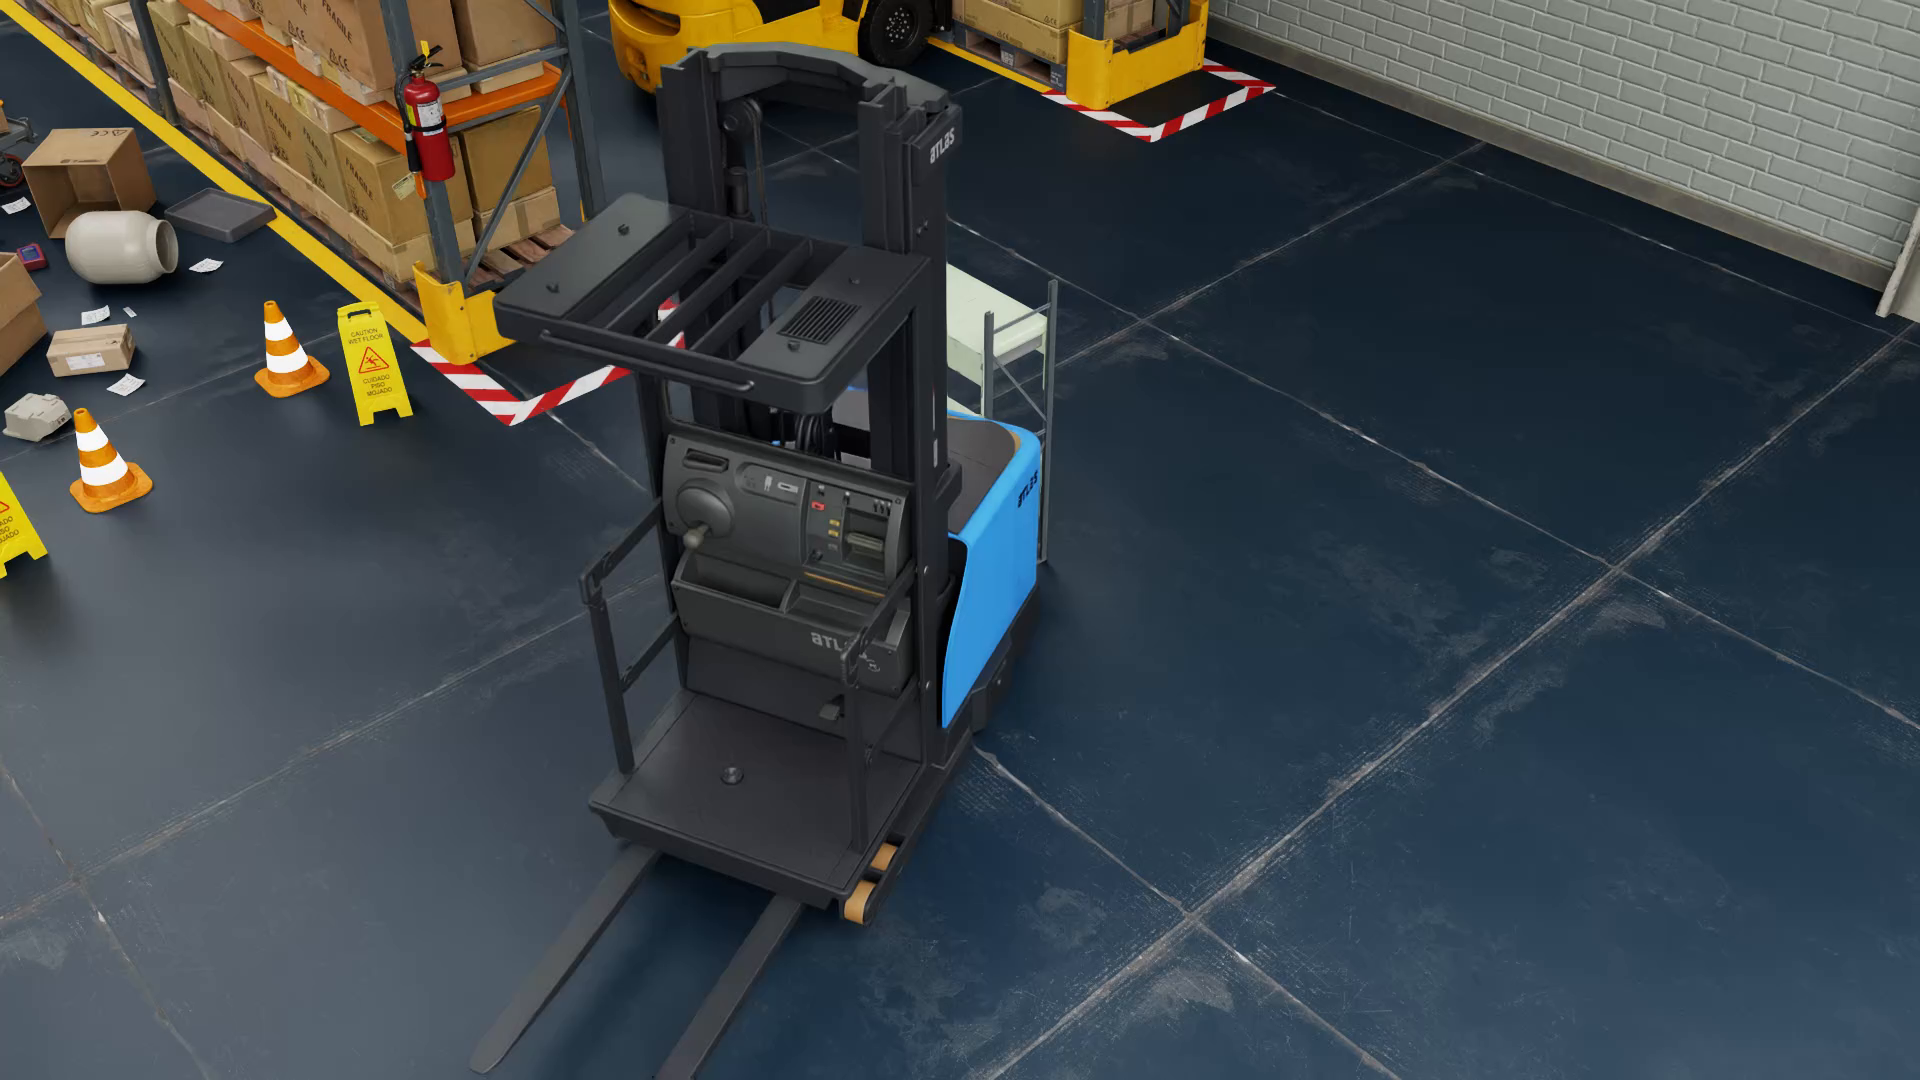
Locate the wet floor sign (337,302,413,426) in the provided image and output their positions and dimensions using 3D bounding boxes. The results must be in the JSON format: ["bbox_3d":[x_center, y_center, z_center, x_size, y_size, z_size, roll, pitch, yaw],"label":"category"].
[{"bbox_3d":[-3.053,-0.945,8.614,0.267,0.644,0.232,-15,41,-17],"label":"wet floor sign"}]

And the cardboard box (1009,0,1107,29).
[{"bbox_3d":[0.701,-3.895,11.849,0.500,0.250,0.500,-31,48,-32],"label":"cardboard box"}]

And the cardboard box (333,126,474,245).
[{"bbox_3d":[-3.127,-2.049,9.364,0.500,0.500,0.500,-30,47,-31],"label":"cardboard box"}]

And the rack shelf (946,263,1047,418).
[{"bbox_3d":[0.005,-0.884,7.238,0.431,0.370,0.720,-30,48,-32],"label":"rack shelf"}]

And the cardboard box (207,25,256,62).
[{"bbox_3d":[-4.325,-3.061,10.101,0.380,0.149,0.250,-27,46,-29],"label":"cardboard box"}]

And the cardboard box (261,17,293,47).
[{"bbox_3d":[-3.720,-2.950,9.423,0.380,0.149,0.250,-30,48,-32],"label":"cardboard box"}]

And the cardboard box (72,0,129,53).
[{"bbox_3d":[-5.944,-3.968,12.241,0.950,0.372,0.625,-27,46,-29],"label":"cardboard box"}]

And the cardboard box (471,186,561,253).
[{"bbox_3d":[-2.735,-1.988,9.886,0.500,0.250,0.500,-30,48,-32],"label":"cardboard box"}]

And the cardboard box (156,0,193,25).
[{"bbox_3d":[-4.858,-3.421,10.547,0.380,0.149,0.250,-29,47,-31],"label":"cardboard box"}]

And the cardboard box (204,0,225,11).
[{"bbox_3d":[-4.264,-3.279,9.830,0.380,0.149,0.250,-30,48,-32],"label":"cardboard box"}]

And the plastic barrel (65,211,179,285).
[{"bbox_3d":[-4.905,-1.713,9.742,0.512,0.421,0.421,-2,39,-2],"label":"plastic barrel"}]

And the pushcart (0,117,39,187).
[{"bbox_3d":[-6.744,-2.242,10.434,0.936,0.377,1.648,18,42,21],"label":"pushcart"}]

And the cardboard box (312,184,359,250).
[{"bbox_3d":[-3.483,-2.000,9.901,0.500,0.250,0.500,-30,48,-32],"label":"cardboard box"}]

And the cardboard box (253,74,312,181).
[{"bbox_3d":[-3.819,-2.525,9.954,0.500,0.500,0.500,-31,48,-33],"label":"cardboard box"}]

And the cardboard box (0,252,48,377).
[{"bbox_3d":[-5.446,-1.169,9.005,0.637,0.503,0.797,5,39,6],"label":"cardboard box"}]

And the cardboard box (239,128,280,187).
[{"bbox_3d":[-4.168,-2.474,10.487,0.500,0.250,0.500,-31,48,-32],"label":"cardboard box"}]

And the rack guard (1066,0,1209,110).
[{"bbox_3d":[1.277,-3.531,11.932,1.175,0.500,0.348,-30,48,-32],"label":"rack guard"}]

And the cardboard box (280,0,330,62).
[{"bbox_3d":[-3.299,-2.926,8.877,0.500,0.500,0.500,-30,48,-32],"label":"cardboard box"}]

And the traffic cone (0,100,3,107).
[{"bbox_3d":[-6.968,-3.246,11.609,0.336,0.463,0.334,-30,48,-32],"label":"traffic cone"}]

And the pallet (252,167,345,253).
[{"bbox_3d":[-3.789,-2.309,10.649,1.003,0.211,1.213,-30,48,-32],"label":"pallet"}]

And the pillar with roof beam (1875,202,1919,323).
[{"bbox_3d":[2.340,-2.947,4.445,9.100,9.000,0.400,-30,48,-32],"label":"pillar with roof beam"}]

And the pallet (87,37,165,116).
[{"bbox_3d":[-5.626,-3.529,12.160,1.003,0.211,1.213,-30,48,-32],"label":"pallet"}]

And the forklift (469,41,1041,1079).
[{"bbox_3d":[-0.705,-0.022,5.653,1.130,2.935,3.031,15,41,18],"label":"forklift"}]

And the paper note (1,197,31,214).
[{"bbox_3d":[-5.997,-2.129,10.570,0.148,0.019,0.142,-30,48,-32],"label":"paper note"}]

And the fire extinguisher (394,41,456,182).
[{"bbox_3d":[-2.655,-2.124,8.262,0.296,0.674,0.183,-30,48,-32],"label":"fire extinguisher"}]

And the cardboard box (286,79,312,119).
[{"bbox_3d":[-3.593,-2.560,9.481,0.380,0.149,0.250,-29,47,-31],"label":"cardboard box"}]

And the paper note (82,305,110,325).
[{"bbox_3d":[-4.963,-1.292,9.542,0.148,0.019,0.142,-15,41,-17],"label":"paper note"}]

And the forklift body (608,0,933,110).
[{"bbox_3d":[-1.366,-4.286,11.553,2.313,2.155,1.214,-30,48,-32],"label":"forklift body"}]

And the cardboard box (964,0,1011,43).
[{"bbox_3d":[0.381,-3.925,12.285,0.500,0.250,0.500,-30,48,-32],"label":"cardboard box"}]

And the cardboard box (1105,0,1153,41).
[{"bbox_3d":[1.072,-3.918,12.276,0.500,0.250,0.500,-30,48,-32],"label":"cardboard box"}]

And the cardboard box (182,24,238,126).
[{"bbox_3d":[-4.528,-3.009,10.554,0.500,0.500,0.500,-28,47,-30],"label":"cardboard box"}]

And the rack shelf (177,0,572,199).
[{"bbox_3d":[-3.746,-3.049,9.918,1.077,0.370,4.000,-30,48,-32],"label":"rack shelf"}]

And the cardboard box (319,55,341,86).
[{"bbox_3d":[-3.214,-2.585,8.972,0.380,0.149,0.250,-31,48,-32],"label":"cardboard box"}]

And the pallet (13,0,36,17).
[{"bbox_3d":[-7.277,-4.659,13.558,1.003,0.211,1.213,-30,48,-32],"label":"pallet"}]

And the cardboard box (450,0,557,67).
[{"bbox_3d":[-2.509,-2.895,8.838,0.500,0.500,0.500,-31,48,-32],"label":"cardboard box"}]

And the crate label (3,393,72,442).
[{"bbox_3d":[-4.799,-0.649,8.652,0.298,0.136,0.250,11,40,13],"label":"crate label"}]

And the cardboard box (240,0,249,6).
[{"bbox_3d":[-3.963,-3.401,9.465,0.500,0.500,0.500,-29,47,-31],"label":"cardboard box"}]

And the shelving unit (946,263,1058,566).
[{"bbox_3d":[0.005,-0.580,7.483,0.431,1.500,0.755,-30,48,-32],"label":"shelving unit"}]

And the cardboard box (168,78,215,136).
[{"bbox_3d":[-4.898,-2.960,11.090,0.500,0.250,0.500,32,49,33],"label":"cardboard box"}]

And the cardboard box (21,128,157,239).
[{"bbox_3d":[-5.376,-2.209,10.293,0.500,0.500,0.500,-2,39,-2],"label":"cardboard box"}]

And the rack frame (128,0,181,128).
[{"bbox_3d":[-5.099,-4.254,10.838,1.000,3.000,0.127,-30,48,-32],"label":"rack frame"}]

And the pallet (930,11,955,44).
[{"bbox_3d":[-0.109,-4.330,13.151,1.003,0.211,1.213,-30,48,-32],"label":"pallet"}]

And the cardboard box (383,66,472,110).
[{"bbox_3d":[-2.804,-2.388,8.727,0.380,0.149,0.250,-28,47,-30],"label":"cardboard box"}]
